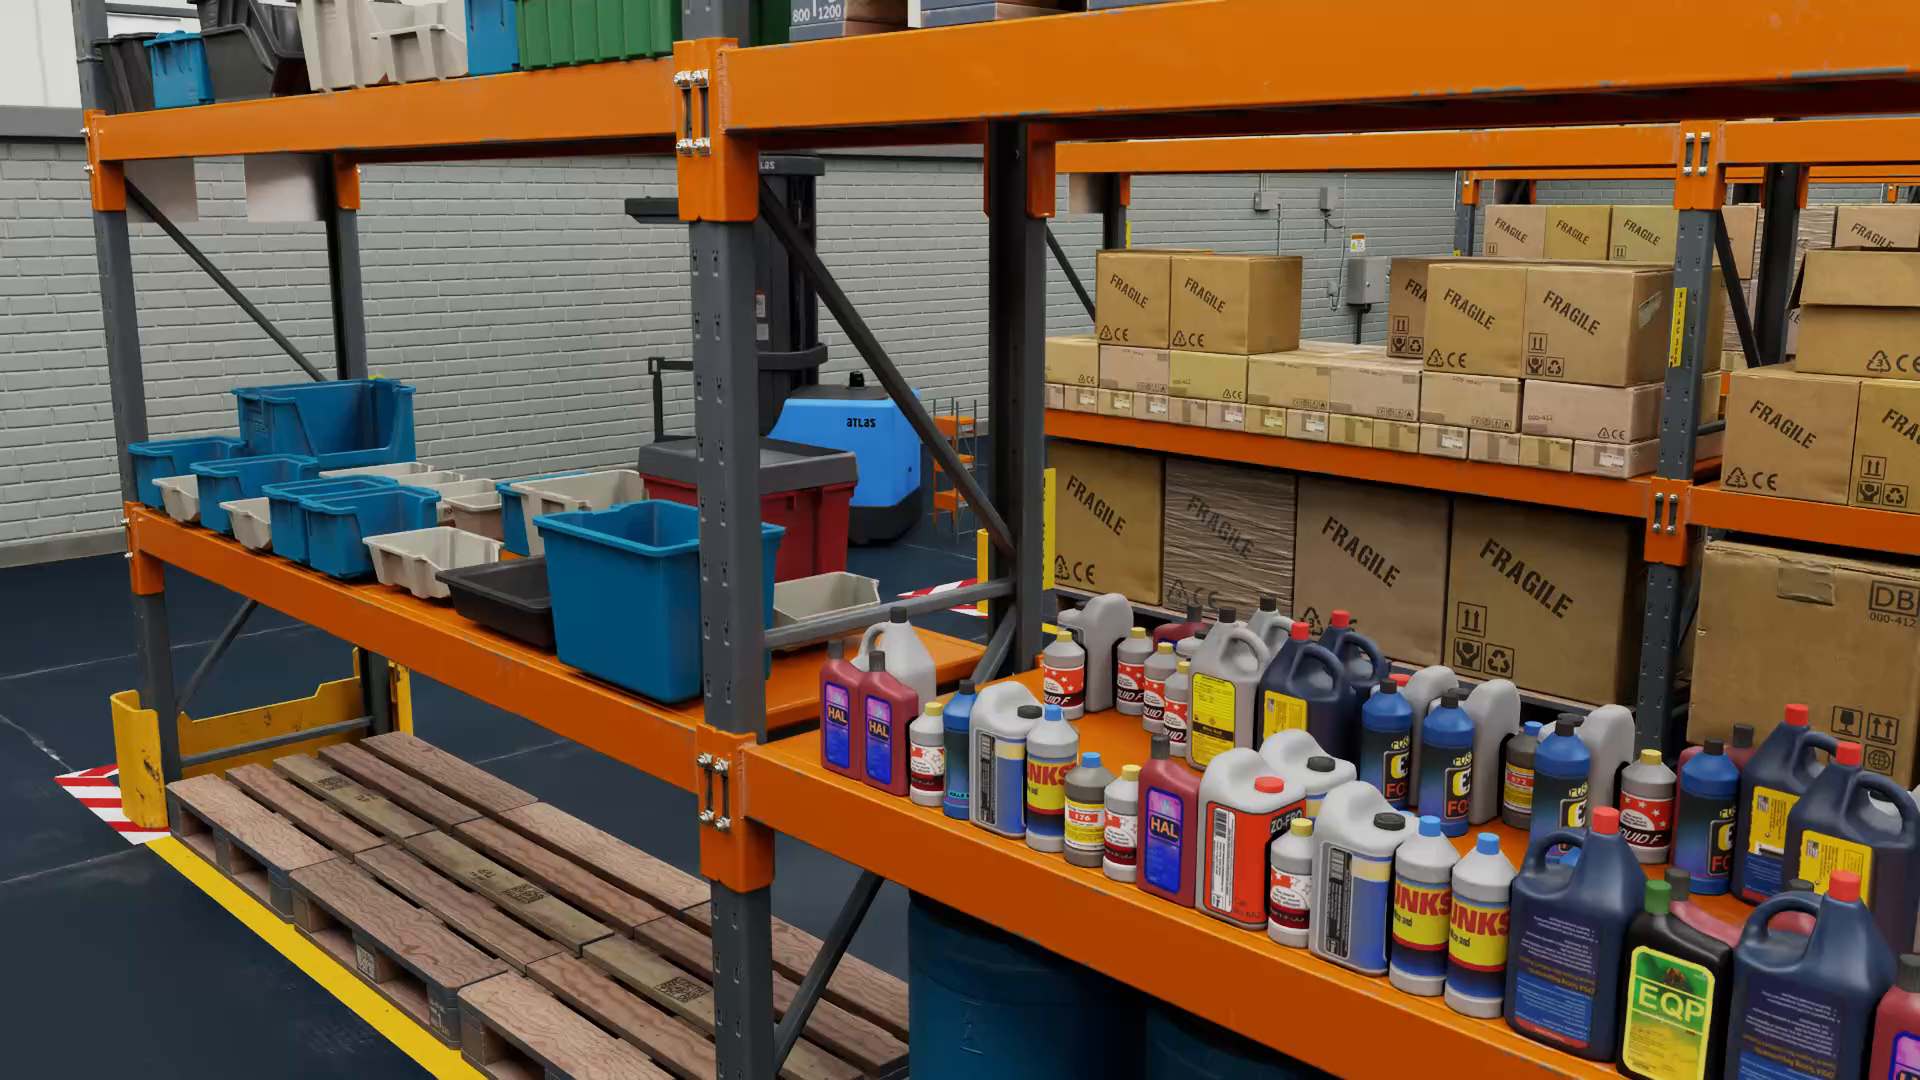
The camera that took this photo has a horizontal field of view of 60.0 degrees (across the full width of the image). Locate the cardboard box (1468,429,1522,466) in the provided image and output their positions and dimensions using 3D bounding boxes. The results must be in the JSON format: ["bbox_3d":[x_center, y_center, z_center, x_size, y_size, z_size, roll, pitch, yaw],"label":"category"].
[{"bbox_3d":[2.597,-0.454,7.803,0.380,0.149,0.250,-11,16,-44],"label":"cardboard box"}]

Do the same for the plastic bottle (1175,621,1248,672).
[{"bbox_3d":[0.575,0.314,3.763,0.152,0.276,0.135,-11,16,-43],"label":"plastic bottle"}]

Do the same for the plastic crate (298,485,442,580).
[{"bbox_3d":[-1.897,-0.026,5.371,0.416,0.233,0.300,-11,16,-43],"label":"plastic crate"}]

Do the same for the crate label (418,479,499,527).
[{"bbox_3d":[-1.852,-0.121,6.072,0.396,0.136,0.243,-11,16,-43],"label":"crate label"}]

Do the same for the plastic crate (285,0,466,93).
[{"bbox_3d":[-1.638,-1.441,4.833,0.437,0.282,0.530,-11,16,-43],"label":"plastic crate"}]

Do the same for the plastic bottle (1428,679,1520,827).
[{"bbox_3d":[1.016,0.407,3.310,0.152,0.276,0.135,-11,16,-43],"label":"plastic bottle"}]

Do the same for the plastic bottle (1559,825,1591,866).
[{"bbox_3d":[0.960,0.569,2.535,0.097,0.271,0.097,0,12,0],"label":"plastic bottle"}]

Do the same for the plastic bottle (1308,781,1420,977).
[{"bbox_3d":[0.661,0.538,2.676,0.152,0.276,0.135,-11,16,-43],"label":"plastic bottle"}]

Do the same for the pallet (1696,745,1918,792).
[{"bbox_3d":[3.987,0.965,7.205,1.003,0.211,1.213,-11,16,-43],"label":"pallet"}]

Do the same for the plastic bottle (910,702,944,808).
[{"bbox_3d":[-0.053,0.431,3.377,0.097,0.201,0.097,0,12,0],"label":"plastic bottle"}]

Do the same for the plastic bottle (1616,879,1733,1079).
[{"bbox_3d":[0.982,0.615,2.281,0.061,0.283,0.133,-11,16,-43],"label":"plastic bottle"}]

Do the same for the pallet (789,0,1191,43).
[{"bbox_3d":[0.429,-1.089,3.297,1.213,0.211,1.003,-11,16,-43],"label":"pallet"}]

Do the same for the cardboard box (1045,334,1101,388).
[{"bbox_3d":[0.773,-1.051,9.715,0.500,0.250,0.500,11,16,44],"label":"cardboard box"}]

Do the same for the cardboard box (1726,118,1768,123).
[{"bbox_3d":[5.493,-2.830,11.653,0.500,0.250,0.500,-11,16,-43],"label":"cardboard box"}]

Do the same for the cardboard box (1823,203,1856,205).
[{"bbox_3d":[8.373,-3.116,15.767,0.250,0.149,0.380,11,16,43],"label":"cardboard box"}]

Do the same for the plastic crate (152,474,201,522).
[{"bbox_3d":[-2.851,-0.157,6.243,0.250,0.136,0.298,-11,16,-43],"label":"plastic crate"}]

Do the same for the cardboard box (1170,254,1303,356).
[{"bbox_3d":[1.480,-1.271,8.923,0.500,0.500,0.500,11,16,44],"label":"cardboard box"}]

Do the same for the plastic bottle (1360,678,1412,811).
[{"bbox_3d":[0.846,0.410,3.308,0.097,0.271,0.097,0,12,0],"label":"plastic bottle"}]

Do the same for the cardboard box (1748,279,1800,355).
[{"bbox_3d":[5.818,-1.554,11.536,0.500,0.500,0.500,-11,16,-43],"label":"cardboard box"}]

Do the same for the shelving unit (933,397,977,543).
[{"bbox_3d":[-0.037,-0.522,12.343,0.215,1.050,0.252,-11,16,-43],"label":"shelving unit"}]

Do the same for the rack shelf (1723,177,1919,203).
[{"bbox_3d":[9.185,-3.293,15.309,1.077,0.370,4.000,-11,16,-43],"label":"rack shelf"}]

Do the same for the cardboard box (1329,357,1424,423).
[{"bbox_3d":[2.193,-0.753,8.266,0.500,0.250,0.500,-10,16,-41],"label":"cardboard box"}]

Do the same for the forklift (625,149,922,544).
[{"bbox_3d":[-1.865,-1.530,12.573,3.031,2.935,1.130,2,12,11],"label":"forklift"}]

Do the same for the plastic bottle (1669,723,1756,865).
[{"bbox_3d":[1.369,0.465,3.012,0.061,0.283,0.133,-11,16,-43],"label":"plastic bottle"}]

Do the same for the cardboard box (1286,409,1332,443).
[{"bbox_3d":[1.889,-0.604,8.530,0.380,0.149,0.250,-11,16,-42],"label":"cardboard box"}]

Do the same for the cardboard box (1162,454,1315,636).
[{"bbox_3d":[1.765,-0.037,9.381,0.875,0.875,0.875,-11,16,-43],"label":"cardboard box"}]

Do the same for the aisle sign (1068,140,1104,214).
[{"bbox_3d":[0.804,-2.412,10.244,0.394,0.787,0.004,-11,16,-43],"label":"aisle sign"}]

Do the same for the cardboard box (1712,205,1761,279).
[{"bbox_3d":[5.463,-2.119,11.802,0.500,0.500,0.500,11,16,43],"label":"cardboard box"}]

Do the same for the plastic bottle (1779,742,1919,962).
[{"bbox_3d":[1.432,0.501,2.666,0.144,0.351,0.185,-11,16,-43],"label":"plastic bottle"}]

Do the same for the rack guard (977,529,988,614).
[{"bbox_3d":[0.620,0.134,10.522,1.175,0.500,0.348,-11,16,-43],"label":"rack guard"}]

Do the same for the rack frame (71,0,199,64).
[{"bbox_3d":[-2.945,-3.335,6.297,1.000,3.000,0.127,-11,16,-43],"label":"rack frame"}]

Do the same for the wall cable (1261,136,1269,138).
[{"bbox_3d":[3.672,-6.197,20.189,0.463,3.000,0.029,-11,16,-43],"label":"wall cable"}]

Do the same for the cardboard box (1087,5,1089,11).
[{"bbox_3d":[1.035,-2.791,9.556,0.500,0.500,0.700,11,16,42],"label":"cardboard box"}]

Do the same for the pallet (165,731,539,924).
[{"bbox_3d":[-2.404,1.095,6.574,1.003,0.211,1.213,-11,16,-43],"label":"pallet"}]

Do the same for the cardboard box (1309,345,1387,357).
[{"bbox_3d":[2.228,-0.901,8.988,0.500,0.250,0.500,-11,16,-42],"label":"cardboard box"}]

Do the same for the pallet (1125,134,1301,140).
[{"bbox_3d":[1.157,-2.406,9.441,1.003,0.211,1.213,-11,16,-43],"label":"pallet"}]

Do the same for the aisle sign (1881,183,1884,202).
[{"bbox_3d":[11.132,-4.402,19.903,0.394,0.787,0.004,-11,16,-43],"label":"aisle sign"}]

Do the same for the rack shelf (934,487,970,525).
[{"bbox_3d":[-0.037,-0.239,12.402,0.215,0.259,0.240,-11,16,-43],"label":"rack shelf"}]

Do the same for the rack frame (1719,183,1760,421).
[{"bbox_3d":[7.804,-2.468,16.956,1.000,3.000,0.127,-11,16,-43],"label":"rack frame"}]

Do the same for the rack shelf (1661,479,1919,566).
[{"bbox_3d":[4.780,0.141,6.075,1.077,0.370,4.000,-11,16,-43],"label":"rack shelf"}]

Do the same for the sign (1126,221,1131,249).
[{"bbox_3d":[1.039,-1.843,10.469,0.100,0.325,0.005,-11,16,-43],"label":"sign"}]

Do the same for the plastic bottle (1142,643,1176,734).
[{"bbox_3d":[0.471,0.338,3.830,0.097,0.201,0.097,0,12,0],"label":"plastic bottle"}]

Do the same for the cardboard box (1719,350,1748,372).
[{"bbox_3d":[5.558,-1.284,11.831,0.380,0.149,0.250,-10,16,-41],"label":"cardboard box"}]

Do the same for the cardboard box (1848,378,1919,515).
[{"bbox_3d":[3.884,-0.377,6.559,0.500,0.500,0.500,-11,16,-42],"label":"cardboard box"}]

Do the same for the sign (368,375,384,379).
[{"bbox_3d":[-2.559,-0.556,7.270,0.100,0.325,0.005,-11,16,-43],"label":"sign"}]

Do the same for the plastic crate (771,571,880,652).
[{"bbox_3d":[-0.401,0.199,4.516,0.396,0.136,0.243,-11,16,-43],"label":"plastic crate"}]

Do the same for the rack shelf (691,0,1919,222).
[{"bbox_3d":[1.198,-0.638,2.423,1.077,0.370,4.000,-11,16,-43],"label":"rack shelf"}]

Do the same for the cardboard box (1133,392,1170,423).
[{"bbox_3d":[1.180,-0.753,9.258,0.380,0.149,0.250,-11,16,-43],"label":"cardboard box"}]

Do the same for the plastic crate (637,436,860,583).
[{"bbox_3d":[-0.618,-0.039,4.859,0.402,0.464,0.583,-11,16,-43],"label":"plastic crate"}]

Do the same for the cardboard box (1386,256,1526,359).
[{"bbox_3d":[2.556,-1.196,8.561,0.500,0.500,0.500,11,16,43],"label":"cardboard box"}]

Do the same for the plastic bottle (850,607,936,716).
[{"bbox_3d":[-0.147,0.314,3.577,0.144,0.351,0.185,-11,16,-43],"label":"plastic bottle"}]

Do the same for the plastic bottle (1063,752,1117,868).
[{"bbox_3d":[0.241,0.493,3.075,0.097,0.201,0.097,0,12,0],"label":"plastic bottle"}]
